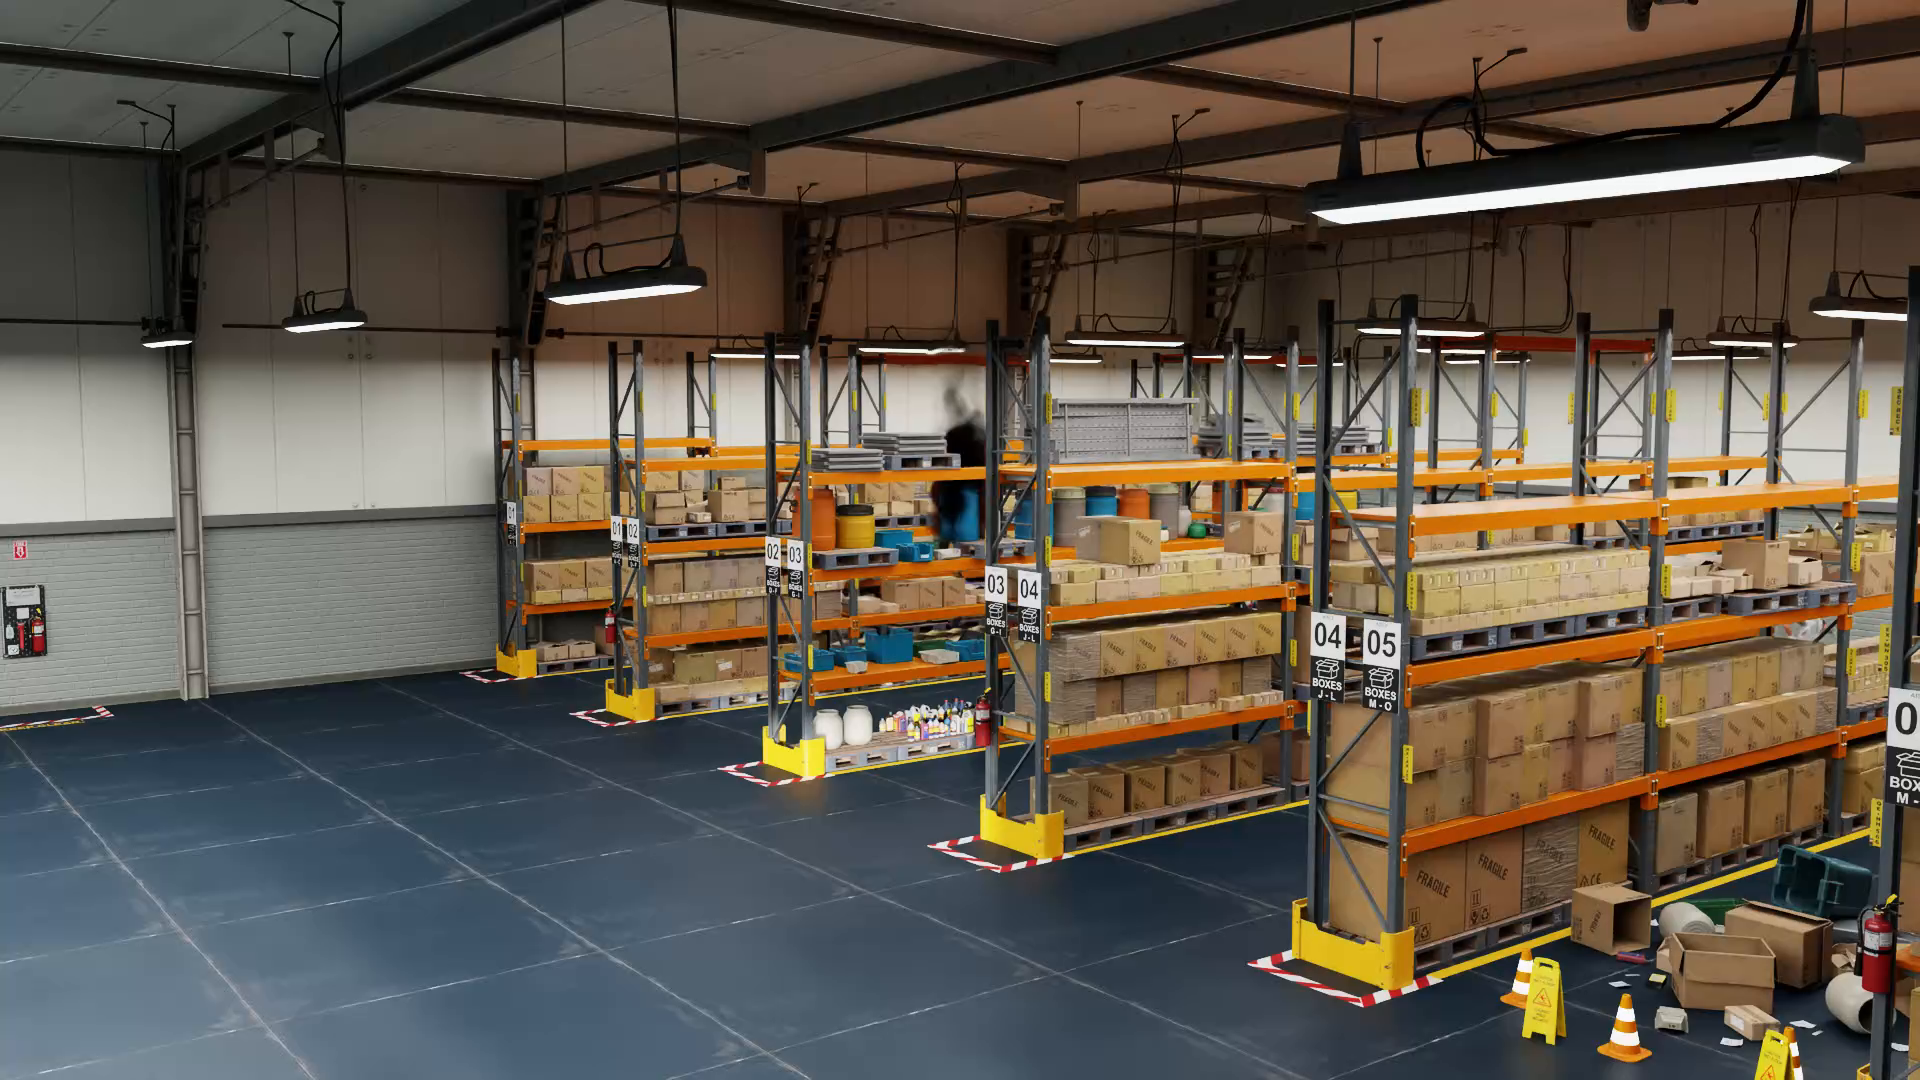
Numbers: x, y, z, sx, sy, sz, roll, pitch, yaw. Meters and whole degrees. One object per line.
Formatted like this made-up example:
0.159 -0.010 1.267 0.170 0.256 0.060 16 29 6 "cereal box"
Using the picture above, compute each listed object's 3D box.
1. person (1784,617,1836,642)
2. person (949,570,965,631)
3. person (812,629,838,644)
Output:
14.526 1.791 28.383 0.801 1.741 0.613 -2 5 -19 "person"
-0.066 1.393 33.317 0.938 1.645 0.575 -4 7 -41 "person"
-2.484 1.547 31.018 0.804 1.846 0.670 -4 7 -40 "person"
